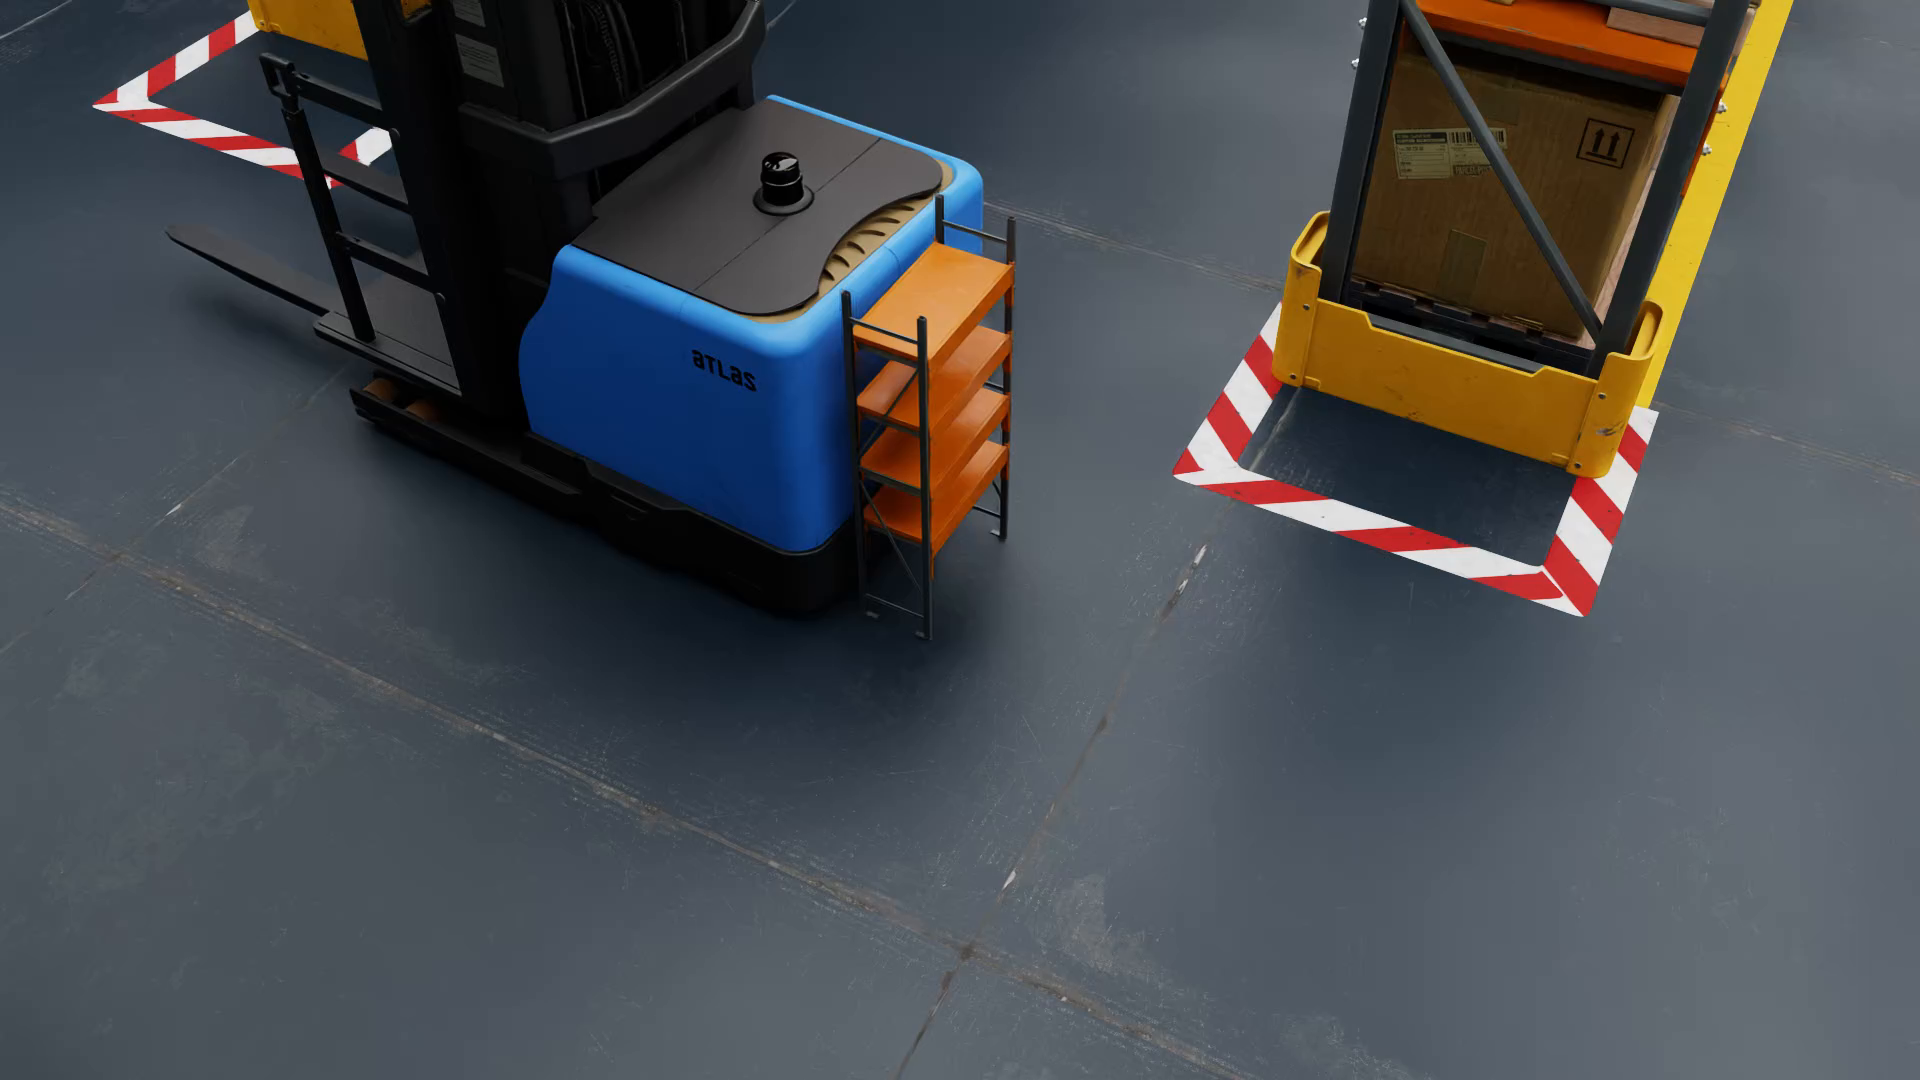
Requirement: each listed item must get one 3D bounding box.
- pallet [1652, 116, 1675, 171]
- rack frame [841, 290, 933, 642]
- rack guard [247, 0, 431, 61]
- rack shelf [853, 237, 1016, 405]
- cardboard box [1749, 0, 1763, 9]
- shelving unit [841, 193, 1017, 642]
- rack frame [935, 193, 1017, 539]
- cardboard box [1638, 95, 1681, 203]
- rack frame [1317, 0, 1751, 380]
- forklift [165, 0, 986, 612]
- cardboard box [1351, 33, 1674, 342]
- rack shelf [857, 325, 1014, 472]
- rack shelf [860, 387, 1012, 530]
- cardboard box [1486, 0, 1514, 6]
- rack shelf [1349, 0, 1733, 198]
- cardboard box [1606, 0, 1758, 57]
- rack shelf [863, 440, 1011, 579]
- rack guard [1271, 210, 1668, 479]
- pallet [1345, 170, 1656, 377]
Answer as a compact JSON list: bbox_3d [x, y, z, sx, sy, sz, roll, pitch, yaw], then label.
[{"bbox_3d":[2.546,-1.870,6.949,1.003,0.211,1.213,20,49,19],"label":"pallet"},{"bbox_3d":[-0.191,-0.164,4.568,0.240,1.200,0.015,21,49,20],"label":"rack frame"},{"bbox_3d":[-2.634,-2.425,7.295,1.175,0.500,0.348,20,49,19],"label":"rack guard"},{"bbox_3d":[-0.075,-0.593,4.440,0.258,0.148,0.480,21,49,20],"label":"rack shelf"},{"bbox_3d":[2.139,-1.820,4.836,0.500,0.250,0.500,19,48,18],"label":"cardboard box"},{"bbox_3d":[-0.075,-0.317,4.719,0.258,1.200,0.503,21,49,20],"label":"shelving unit"},{"bbox_3d":[0.041,-0.469,4.870,0.240,1.200,0.015,21,49,20],"label":"rack frame"},{"bbox_3d":[2.326,-1.958,6.275,0.875,0.875,0.875,20,49,19],"label":"cardboard box"},{"bbox_3d":[1.677,-1.555,4.677,1.000,3.000,0.127,20,49,19],"label":"rack frame"},{"bbox_3d":[-1.437,-1.628,4.798,3.031,2.935,1.130,24,50,22],"label":"forklift"},{"bbox_3d":[1.903,-1.385,5.708,0.875,0.875,0.875,20,49,19],"label":"cardboard box"},{"bbox_3d":[-0.075,-0.427,4.608,0.258,0.148,0.480,21,49,20],"label":"rack shelf"},{"bbox_3d":[-0.075,-0.269,4.767,0.258,0.148,0.480,21,49,20],"label":"rack shelf"},{"bbox_3d":[1.551,-1.799,5.096,0.380,0.149,0.250,21,49,20],"label":"cardboard box"},{"bbox_3d":[2.605,-2.562,6.179,1.077,0.370,4.000,20,49,19],"label":"rack shelf"},{"bbox_3d":[2.134,-1.581,4.880,0.380,0.149,0.250,21,49,19],"label":"cardboard box"},{"bbox_3d":[-0.075,-0.130,4.908,0.258,0.148,0.480,21,49,20],"label":"rack shelf"},{"bbox_3d":[1.666,-0.661,5.552,1.175,0.500,0.348,20,49,19],"label":"rack guard"},{"bbox_3d":[1.979,-1.104,6.193,1.003,0.211,1.213,20,49,19],"label":"pallet"}]
